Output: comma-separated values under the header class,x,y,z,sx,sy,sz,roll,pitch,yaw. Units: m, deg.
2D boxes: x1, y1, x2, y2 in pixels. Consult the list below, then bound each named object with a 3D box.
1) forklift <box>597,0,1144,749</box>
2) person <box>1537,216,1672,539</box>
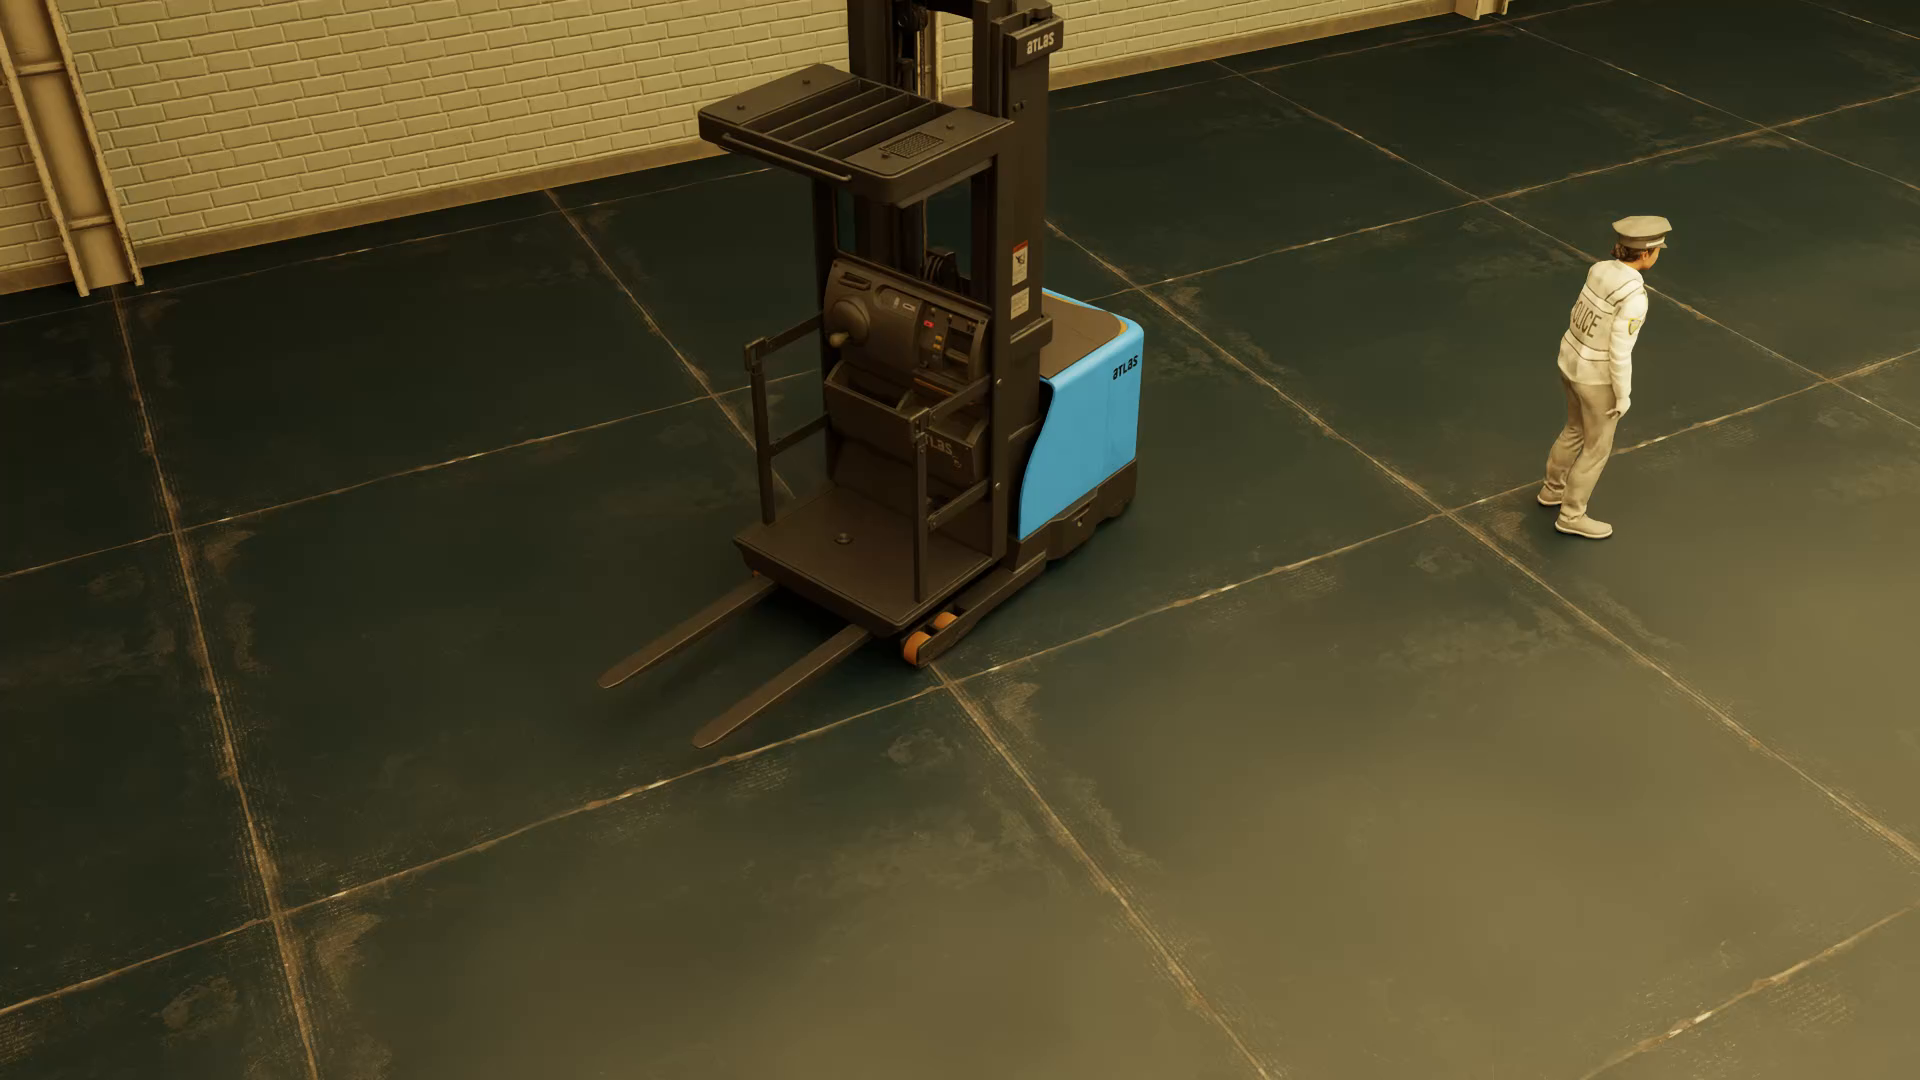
class,x,y,z,sx,sy,sz,roll,pitch,yaw
forklift,-0.390,-0.927,7.434,1.130,2.935,3.031,26,43,31
person,3.222,-0.830,8.399,0.376,1.662,0.543,-4,35,-5
